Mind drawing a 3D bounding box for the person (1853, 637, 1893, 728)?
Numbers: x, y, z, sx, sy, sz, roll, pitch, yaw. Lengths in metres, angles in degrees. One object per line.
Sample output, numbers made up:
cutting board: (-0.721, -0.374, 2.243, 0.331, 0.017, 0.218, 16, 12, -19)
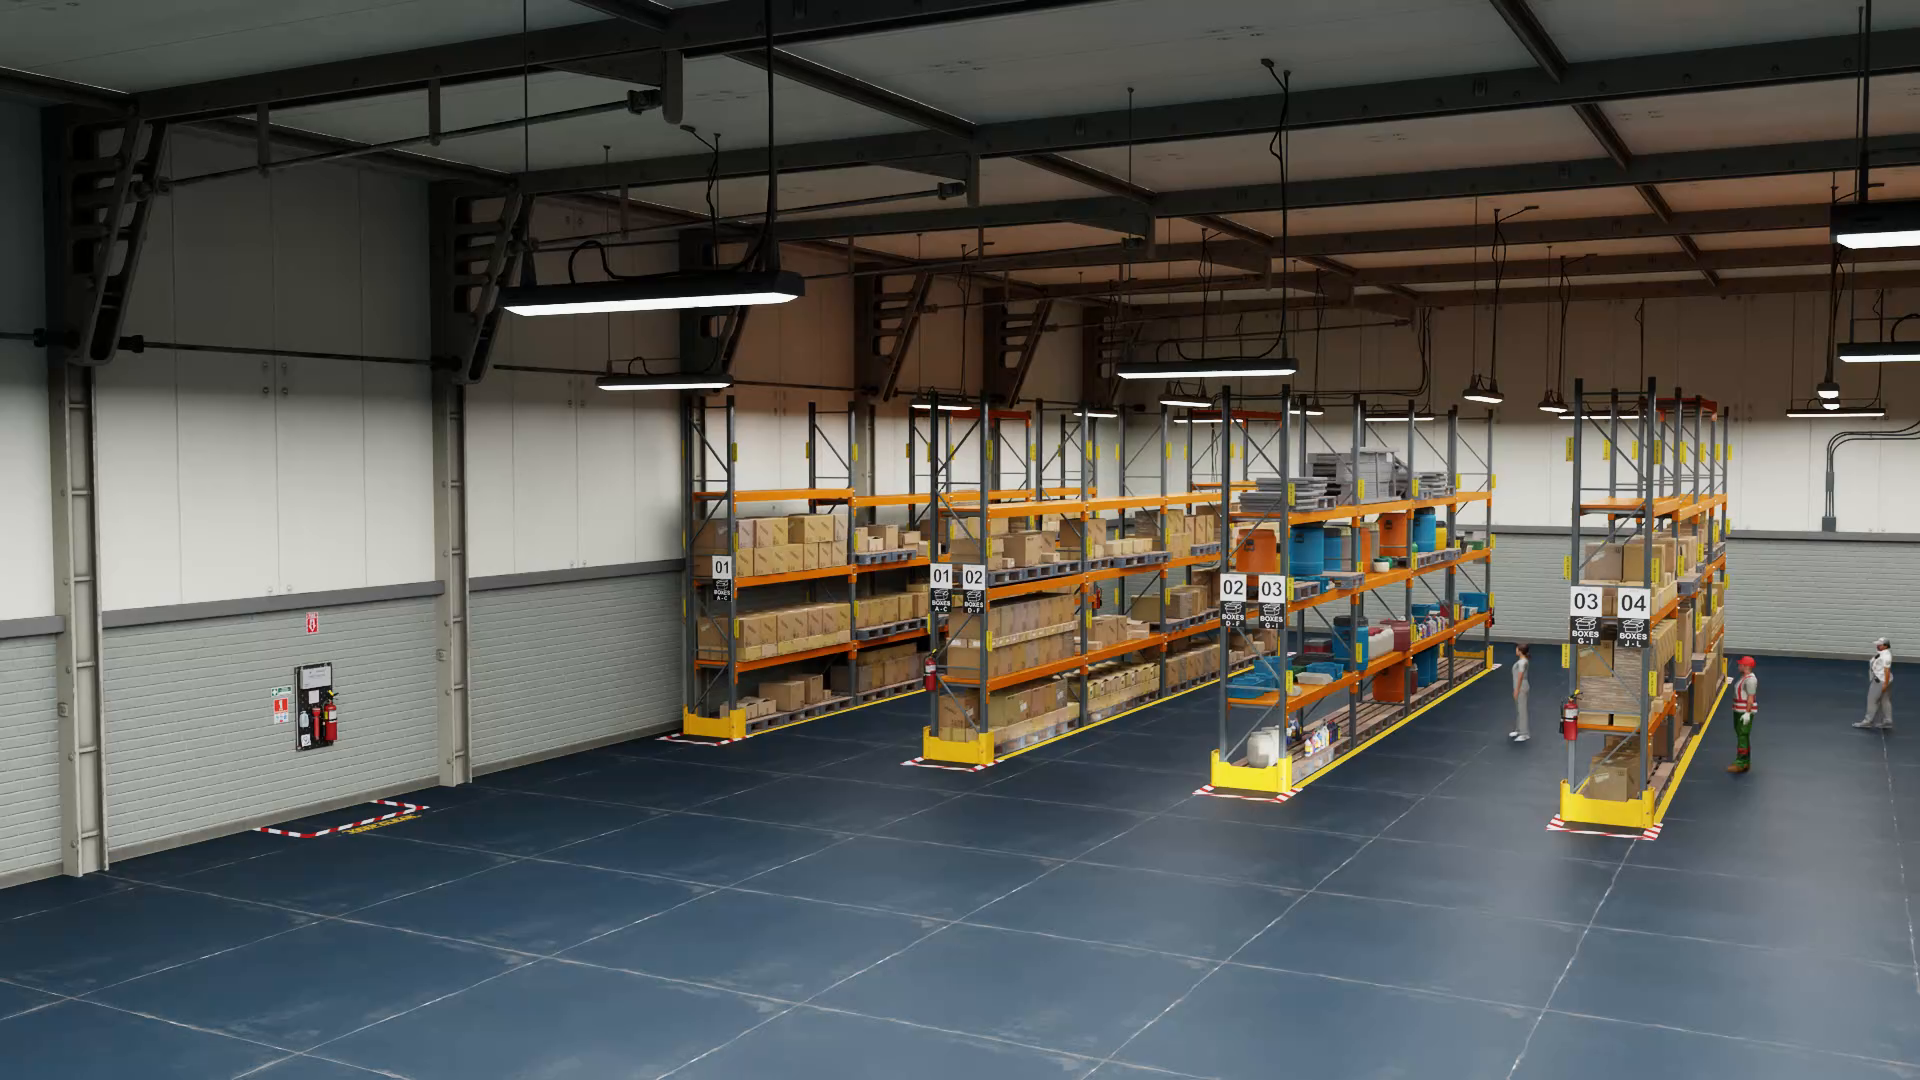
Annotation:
person: (16.608, 2.583, 30.185, 0.611, 1.657, 0.485, 2, 4, 38)

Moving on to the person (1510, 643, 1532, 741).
person: (9.807, 2.647, 29.076, 0.354, 1.705, 0.493, 0, 3, 5)

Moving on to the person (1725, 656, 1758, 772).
person: (12.265, 2.729, 26.211, 0.600, 1.791, 0.543, 0, 3, -3)
